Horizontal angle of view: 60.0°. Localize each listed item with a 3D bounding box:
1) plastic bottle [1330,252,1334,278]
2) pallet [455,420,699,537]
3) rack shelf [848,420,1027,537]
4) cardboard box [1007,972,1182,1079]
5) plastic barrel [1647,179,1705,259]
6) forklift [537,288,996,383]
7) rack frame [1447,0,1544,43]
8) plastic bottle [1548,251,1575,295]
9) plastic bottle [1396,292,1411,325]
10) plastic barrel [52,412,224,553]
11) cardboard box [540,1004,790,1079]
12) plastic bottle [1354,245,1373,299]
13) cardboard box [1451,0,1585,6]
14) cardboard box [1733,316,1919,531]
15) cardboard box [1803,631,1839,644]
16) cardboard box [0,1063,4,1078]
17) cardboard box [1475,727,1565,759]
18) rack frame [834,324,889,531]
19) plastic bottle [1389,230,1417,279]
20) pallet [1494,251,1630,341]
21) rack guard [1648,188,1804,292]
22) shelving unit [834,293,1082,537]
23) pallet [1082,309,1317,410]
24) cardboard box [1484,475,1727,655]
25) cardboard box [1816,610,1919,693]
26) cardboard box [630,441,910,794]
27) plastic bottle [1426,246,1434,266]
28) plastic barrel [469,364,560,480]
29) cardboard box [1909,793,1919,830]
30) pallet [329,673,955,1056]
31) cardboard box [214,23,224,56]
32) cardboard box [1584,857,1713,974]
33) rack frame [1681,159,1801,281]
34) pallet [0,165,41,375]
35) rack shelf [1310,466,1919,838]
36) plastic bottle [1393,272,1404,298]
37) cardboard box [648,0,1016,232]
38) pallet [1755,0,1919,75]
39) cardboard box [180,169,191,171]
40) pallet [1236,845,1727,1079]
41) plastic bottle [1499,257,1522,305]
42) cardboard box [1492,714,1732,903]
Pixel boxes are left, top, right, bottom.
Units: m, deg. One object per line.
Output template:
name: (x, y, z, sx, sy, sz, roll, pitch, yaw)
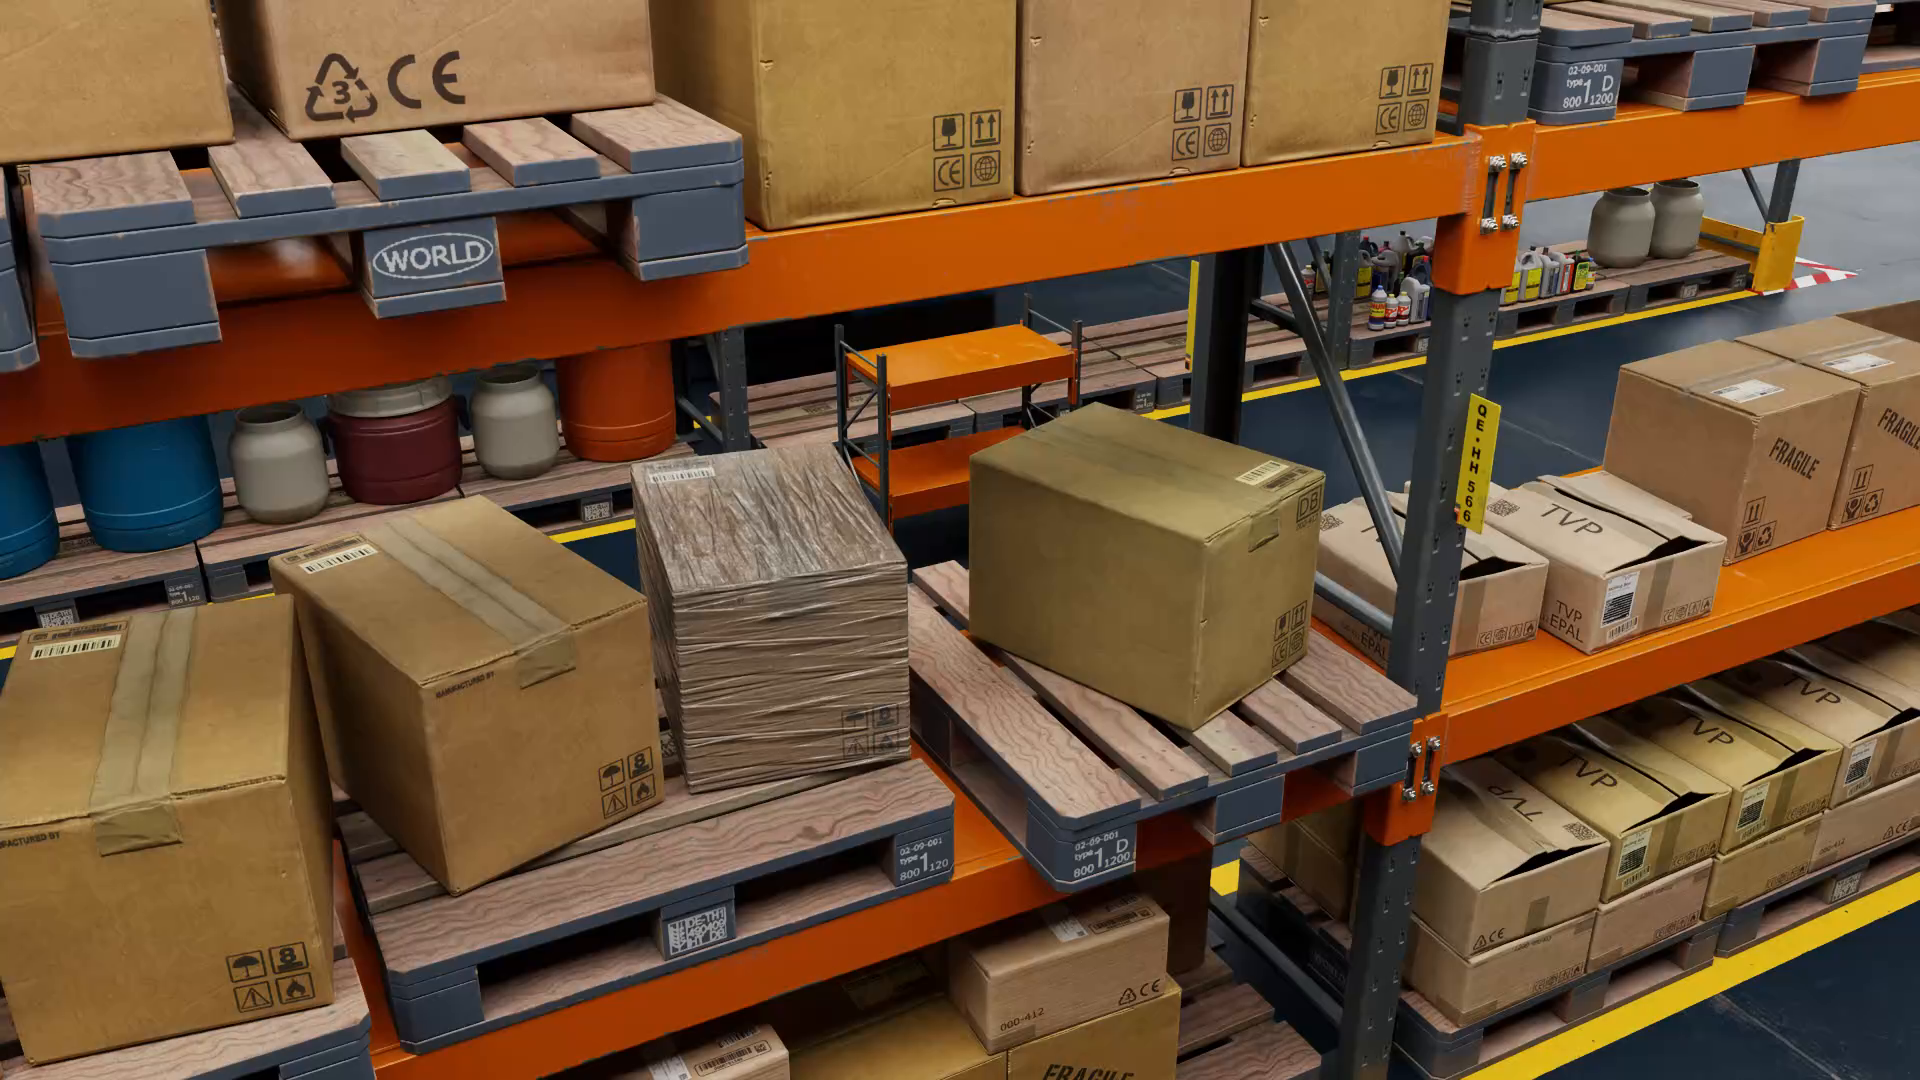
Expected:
plastic bottle: (2.582, -1.849, 11.188, 0.185, 0.351, 0.144, -14, 29, -26)
pallet: (-2.056, -0.356, 8.747, 1.213, 0.211, 1.003, -13, 29, -25)
rack shelf: (-0.006, -0.285, 8.109, 1.000, 0.278, 0.538, -13, 29, -25)
cardboard box: (0.233, 1.312, 4.432, 0.500, 0.500, 0.500, -12, 28, -23)
plastic barrel: (5.134, -2.323, 12.012, 0.421, 0.512, 0.421, 0, 26, 0)
forklift: (-1.313, -2.549, 10.174, 3.031, 2.935, 1.130, -13, 28, -25)
rack frame: (0.948, -2.601, 3.271, 0.127, 3.000, 1.000, -13, 29, -25)
plastic bottle: (4.030, -1.807, 11.186, 0.135, 0.276, 0.152, -13, 28, -25)
plastic bottle: (2.816, -1.480, 10.591, 0.097, 0.201, 0.097, 0, 26, 0)
plastic barrel: (-3.796, -0.466, 7.695, 0.708, 0.901, 0.600, -13, 29, -25)
cardboard box: (-0.716, 1.197, 3.805, 0.500, 0.250, 0.500, -14, 29, -26)
plastic bottle: (2.650, -1.794, 11.074, 0.185, 0.351, 0.144, -13, 29, -25)
cardboard box: (1.322, -1.485, 4.099, 0.500, 0.250, 0.500, -15, 30, -29)
cardboard box: (2.885, -0.397, 5.496, 0.500, 0.500, 0.500, -13, 29, -25)
cardboard box: (3.095, 0.281, 6.243, 0.500, 0.311, 0.500, -14, 29, -27)
cardboard box: (-2.059, 0.672, 2.783, 0.700, 0.500, 0.500, 22, 33, 37)
cardboard box: (1.749, 0.592, 5.596, 0.500, 0.311, 0.500, -13, 29, -26)
rack frame: (-0.455, -0.402, 7.788, 0.032, 1.125, 0.500, -13, 29, -25)
plastic bottle: (3.037, -1.954, 11.407, 0.185, 0.351, 0.144, -13, 29, -25)
pallet: (3.840, -1.718, 11.584, 1.213, 0.211, 1.003, -13, 29, -25)
rack guard: (5.634, -2.258, 12.376, 0.348, 0.500, 1.175, -13, 29, -25)
shelving unit: (-0.006, -0.506, 8.004, 1.048, 1.125, 0.538, -13, 29, -25)
pallet: (1.475, -1.172, 10.447, 1.213, 0.211, 1.003, -13, 29, -25)
cardboard box: (1.828, 0.035, 4.814, 0.500, 0.311, 0.500, -13, 29, -26)
cardboard box: (3.357, 0.487, 5.814, 0.500, 0.311, 0.500, -13, 29, -25)
cardboard box: (-0.452, 0.154, 3.864, 0.500, 0.500, 0.700, -8, 27, -15)
plastic bottle: (3.232, -1.915, 11.403, 0.133, 0.283, 0.061, -13, 29, -25)
plastic barrel: (-2.260, -0.602, 8.427, 0.421, 0.512, 0.421, 0, 26, 0)
cardboard box: (3.349, 0.741, 5.933, 0.500, 0.250, 0.500, -12, 28, -24)
pallet: (-0.766, 0.588, 3.782, 1.213, 0.211, 1.003, -13, 29, -25)
cardboard box: (-4.929, -3.324, 11.593, 0.500, 0.500, 0.500, -14, 29, -27)
cardboard box: (1.991, 1.056, 5.276, 0.500, 0.250, 0.500, -14, 29, -27)
rack frame: (5.679, -3.419, 11.905, 0.127, 3.000, 1.000, -13, 29, -25)
pallet: (-1.973, -0.456, 2.485, 1.003, 0.211, 1.213, -13, 29, -25)
rack shelf: (2.712, 0.020, 5.573, 4.000, 0.370, 1.077, -13, 29, -25)
plastic bottle: (2.859, -1.592, 10.730, 0.133, 0.283, 0.061, -13, 29, -25)
cardboard box: (-0.330, -0.983, 3.250, 0.500, 0.500, 0.910, -13, 29, -25)
pallet: (2.490, -1.565, 4.797, 1.213, 0.211, 1.003, -12, 28, -23)
cardboard box: (-5.897, -2.418, 11.790, 0.875, 0.875, 1.225, -14, 29, -27)
pallet: (1.692, 1.208, 5.491, 1.213, 0.211, 1.003, -13, 29, -25)
plastic bottle: (3.599, -1.739, 10.959, 0.185, 0.351, 0.144, -13, 29, -25)
cardboard box: (2.008, 0.796, 5.170, 0.500, 0.311, 0.500, -14, 29, -26)
